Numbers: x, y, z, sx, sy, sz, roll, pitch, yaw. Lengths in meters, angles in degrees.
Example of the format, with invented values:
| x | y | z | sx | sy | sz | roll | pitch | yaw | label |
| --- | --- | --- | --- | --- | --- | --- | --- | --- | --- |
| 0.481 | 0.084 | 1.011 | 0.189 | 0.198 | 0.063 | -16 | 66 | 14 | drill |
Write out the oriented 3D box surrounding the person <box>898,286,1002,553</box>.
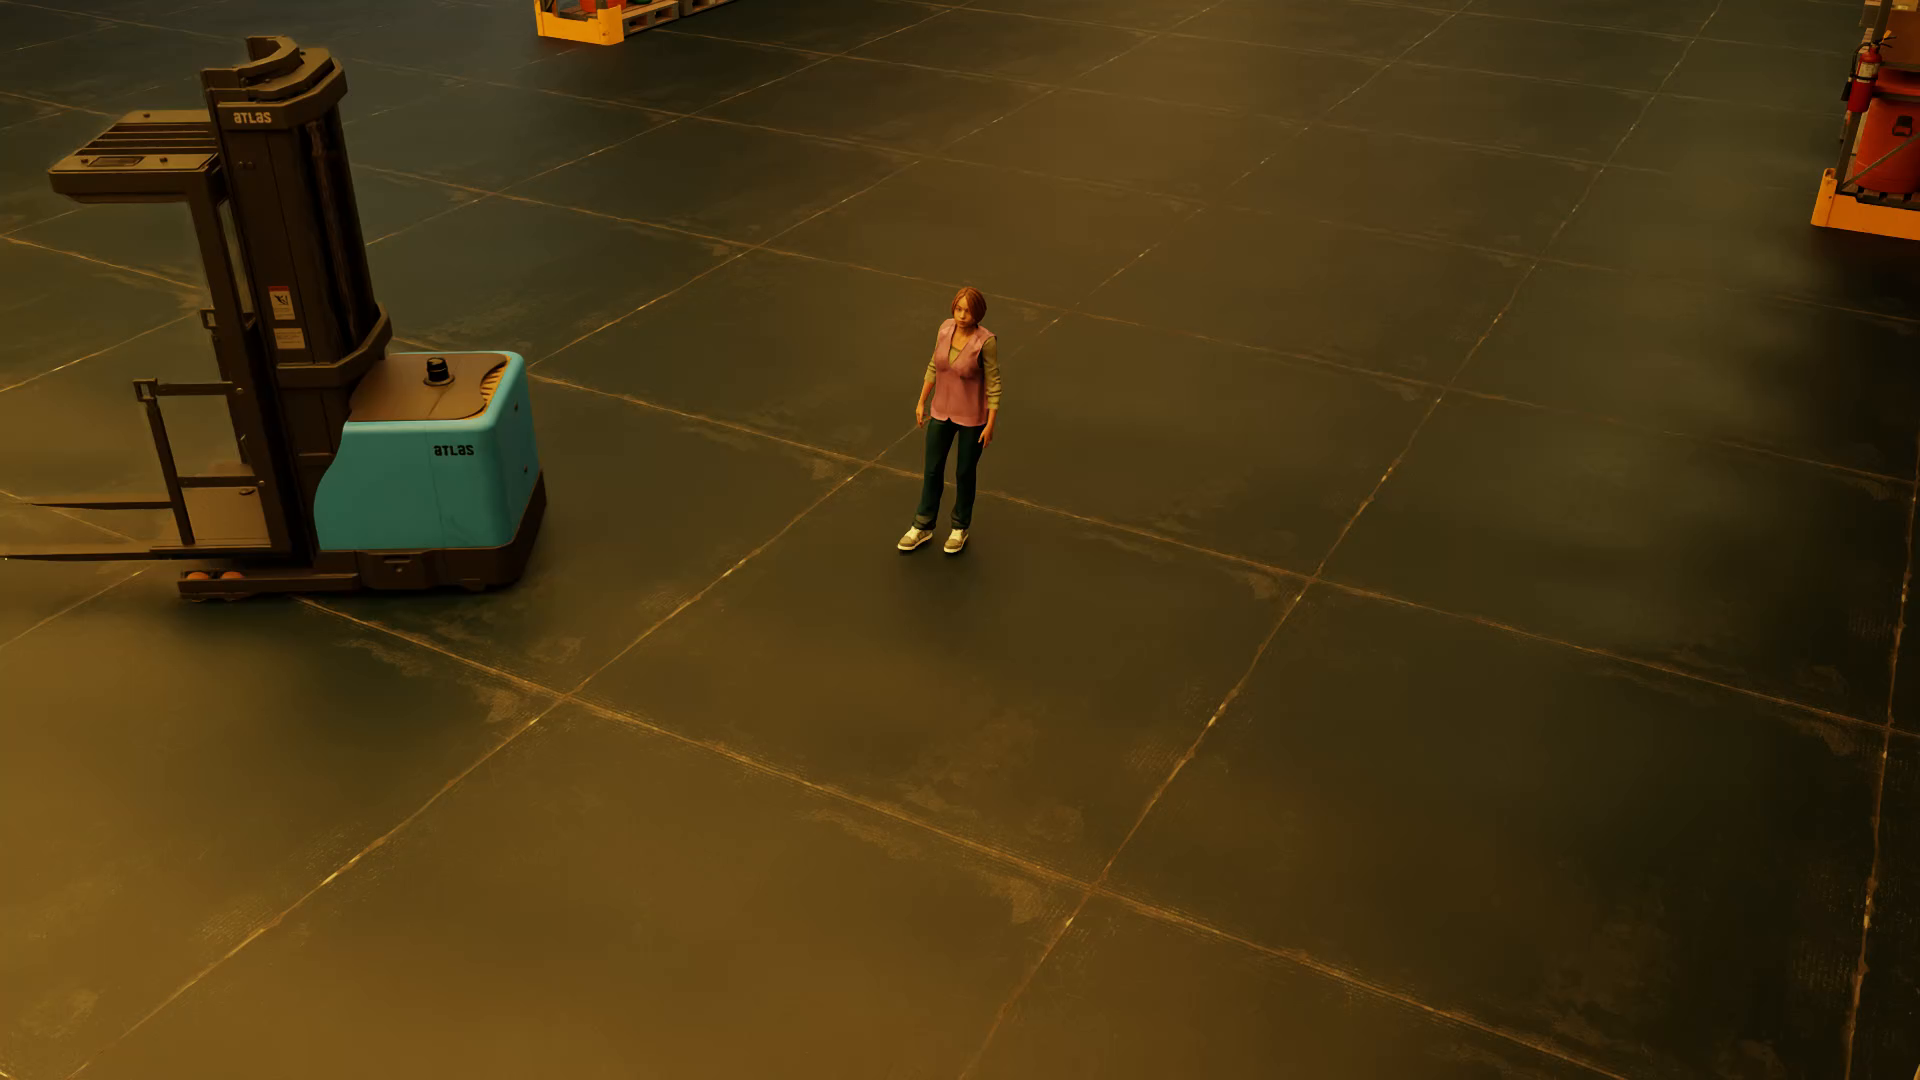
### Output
| x | y | z | sx | sy | sz | roll | pitch | yaw | label |
| --- | --- | --- | --- | --- | --- | --- | --- | --- | --- |
| -0.048 | -0.669 | 9.550 | 0.520 | 1.597 | 0.476 | 15 | 33 | 25 | person |

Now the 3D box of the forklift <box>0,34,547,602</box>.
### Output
| x | y | z | sx | sy | sz | roll | pitch | yaw | label |
| --- | --- | --- | --- | --- | --- | --- | --- | --- | --- |
| -4.043 | -1.190 | 9.132 | 3.031 | 2.935 | 1.130 | -1 | 30 | -2 | forklift |
